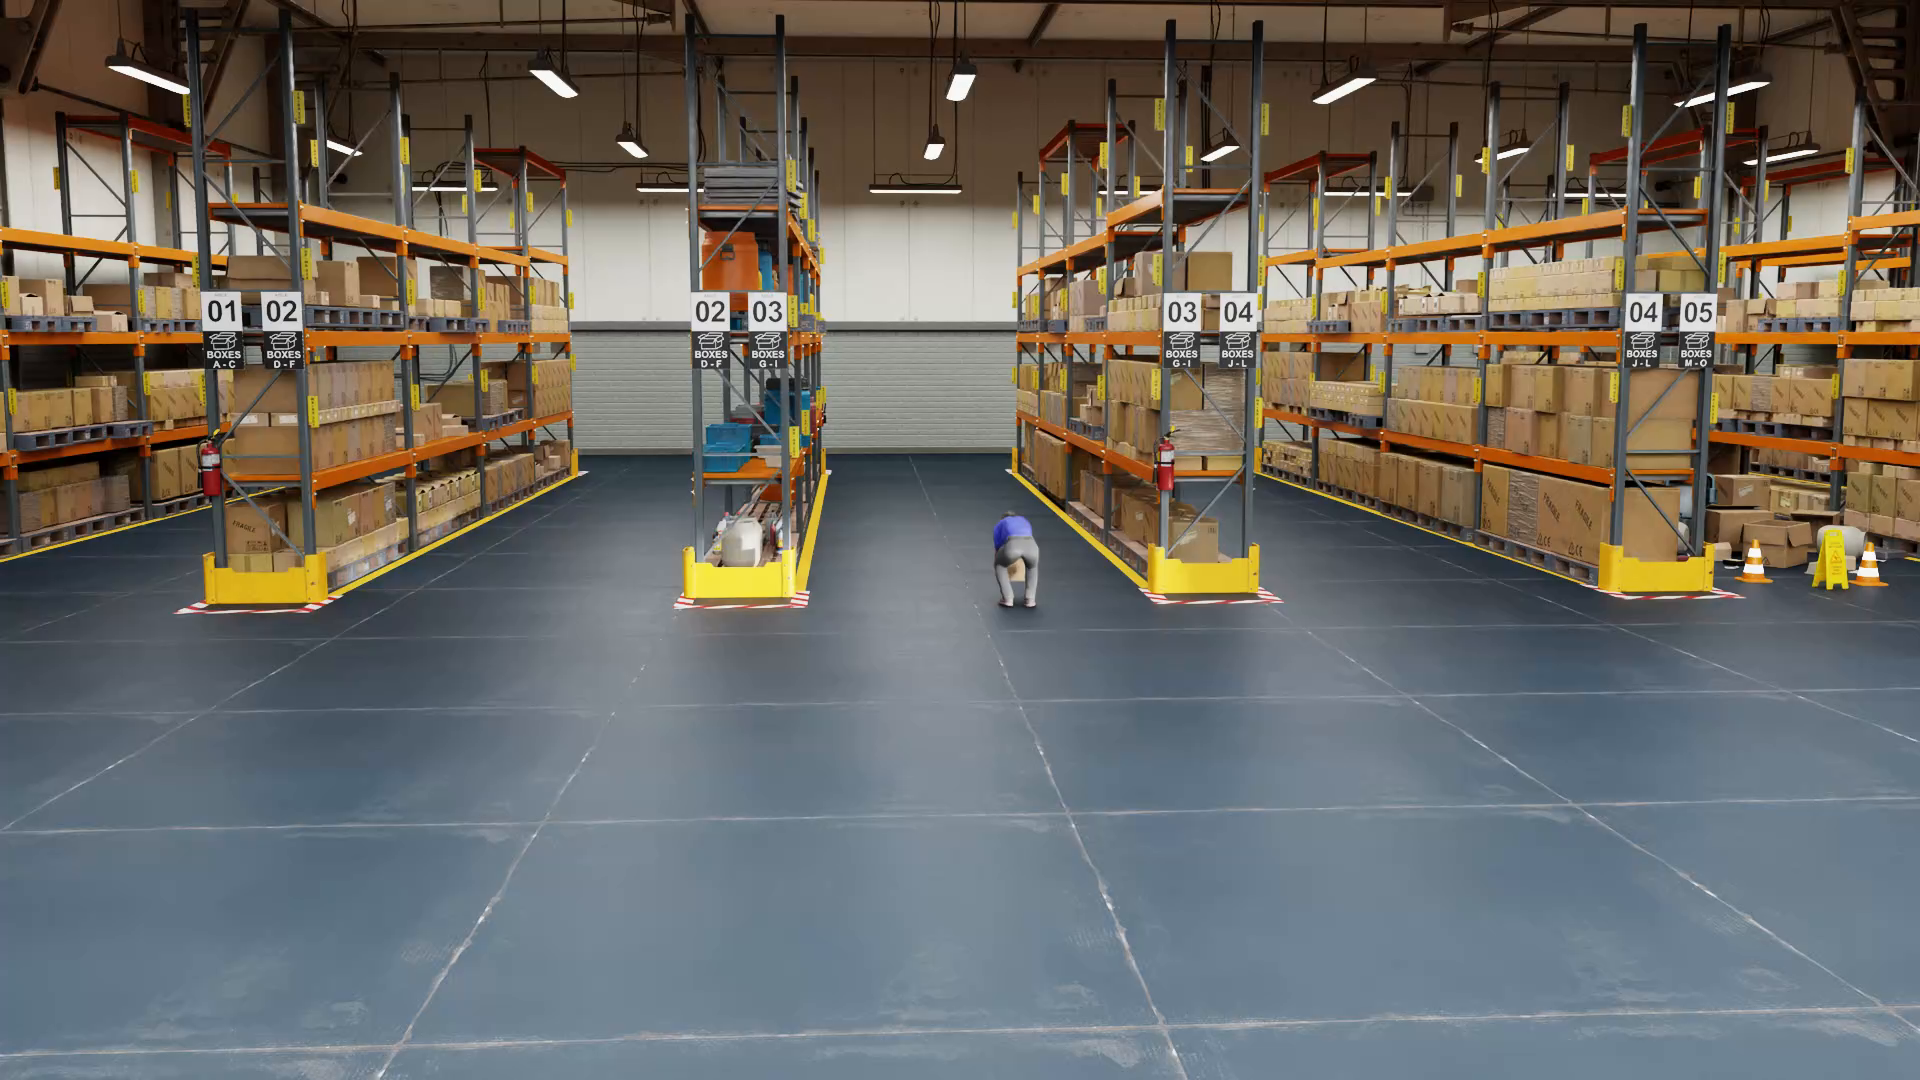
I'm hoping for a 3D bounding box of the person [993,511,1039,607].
[{"bbox_3d":[0.579,0.196,17.153,0.456,0.941,0.865,-1,7,-6],"label":"person"}]
